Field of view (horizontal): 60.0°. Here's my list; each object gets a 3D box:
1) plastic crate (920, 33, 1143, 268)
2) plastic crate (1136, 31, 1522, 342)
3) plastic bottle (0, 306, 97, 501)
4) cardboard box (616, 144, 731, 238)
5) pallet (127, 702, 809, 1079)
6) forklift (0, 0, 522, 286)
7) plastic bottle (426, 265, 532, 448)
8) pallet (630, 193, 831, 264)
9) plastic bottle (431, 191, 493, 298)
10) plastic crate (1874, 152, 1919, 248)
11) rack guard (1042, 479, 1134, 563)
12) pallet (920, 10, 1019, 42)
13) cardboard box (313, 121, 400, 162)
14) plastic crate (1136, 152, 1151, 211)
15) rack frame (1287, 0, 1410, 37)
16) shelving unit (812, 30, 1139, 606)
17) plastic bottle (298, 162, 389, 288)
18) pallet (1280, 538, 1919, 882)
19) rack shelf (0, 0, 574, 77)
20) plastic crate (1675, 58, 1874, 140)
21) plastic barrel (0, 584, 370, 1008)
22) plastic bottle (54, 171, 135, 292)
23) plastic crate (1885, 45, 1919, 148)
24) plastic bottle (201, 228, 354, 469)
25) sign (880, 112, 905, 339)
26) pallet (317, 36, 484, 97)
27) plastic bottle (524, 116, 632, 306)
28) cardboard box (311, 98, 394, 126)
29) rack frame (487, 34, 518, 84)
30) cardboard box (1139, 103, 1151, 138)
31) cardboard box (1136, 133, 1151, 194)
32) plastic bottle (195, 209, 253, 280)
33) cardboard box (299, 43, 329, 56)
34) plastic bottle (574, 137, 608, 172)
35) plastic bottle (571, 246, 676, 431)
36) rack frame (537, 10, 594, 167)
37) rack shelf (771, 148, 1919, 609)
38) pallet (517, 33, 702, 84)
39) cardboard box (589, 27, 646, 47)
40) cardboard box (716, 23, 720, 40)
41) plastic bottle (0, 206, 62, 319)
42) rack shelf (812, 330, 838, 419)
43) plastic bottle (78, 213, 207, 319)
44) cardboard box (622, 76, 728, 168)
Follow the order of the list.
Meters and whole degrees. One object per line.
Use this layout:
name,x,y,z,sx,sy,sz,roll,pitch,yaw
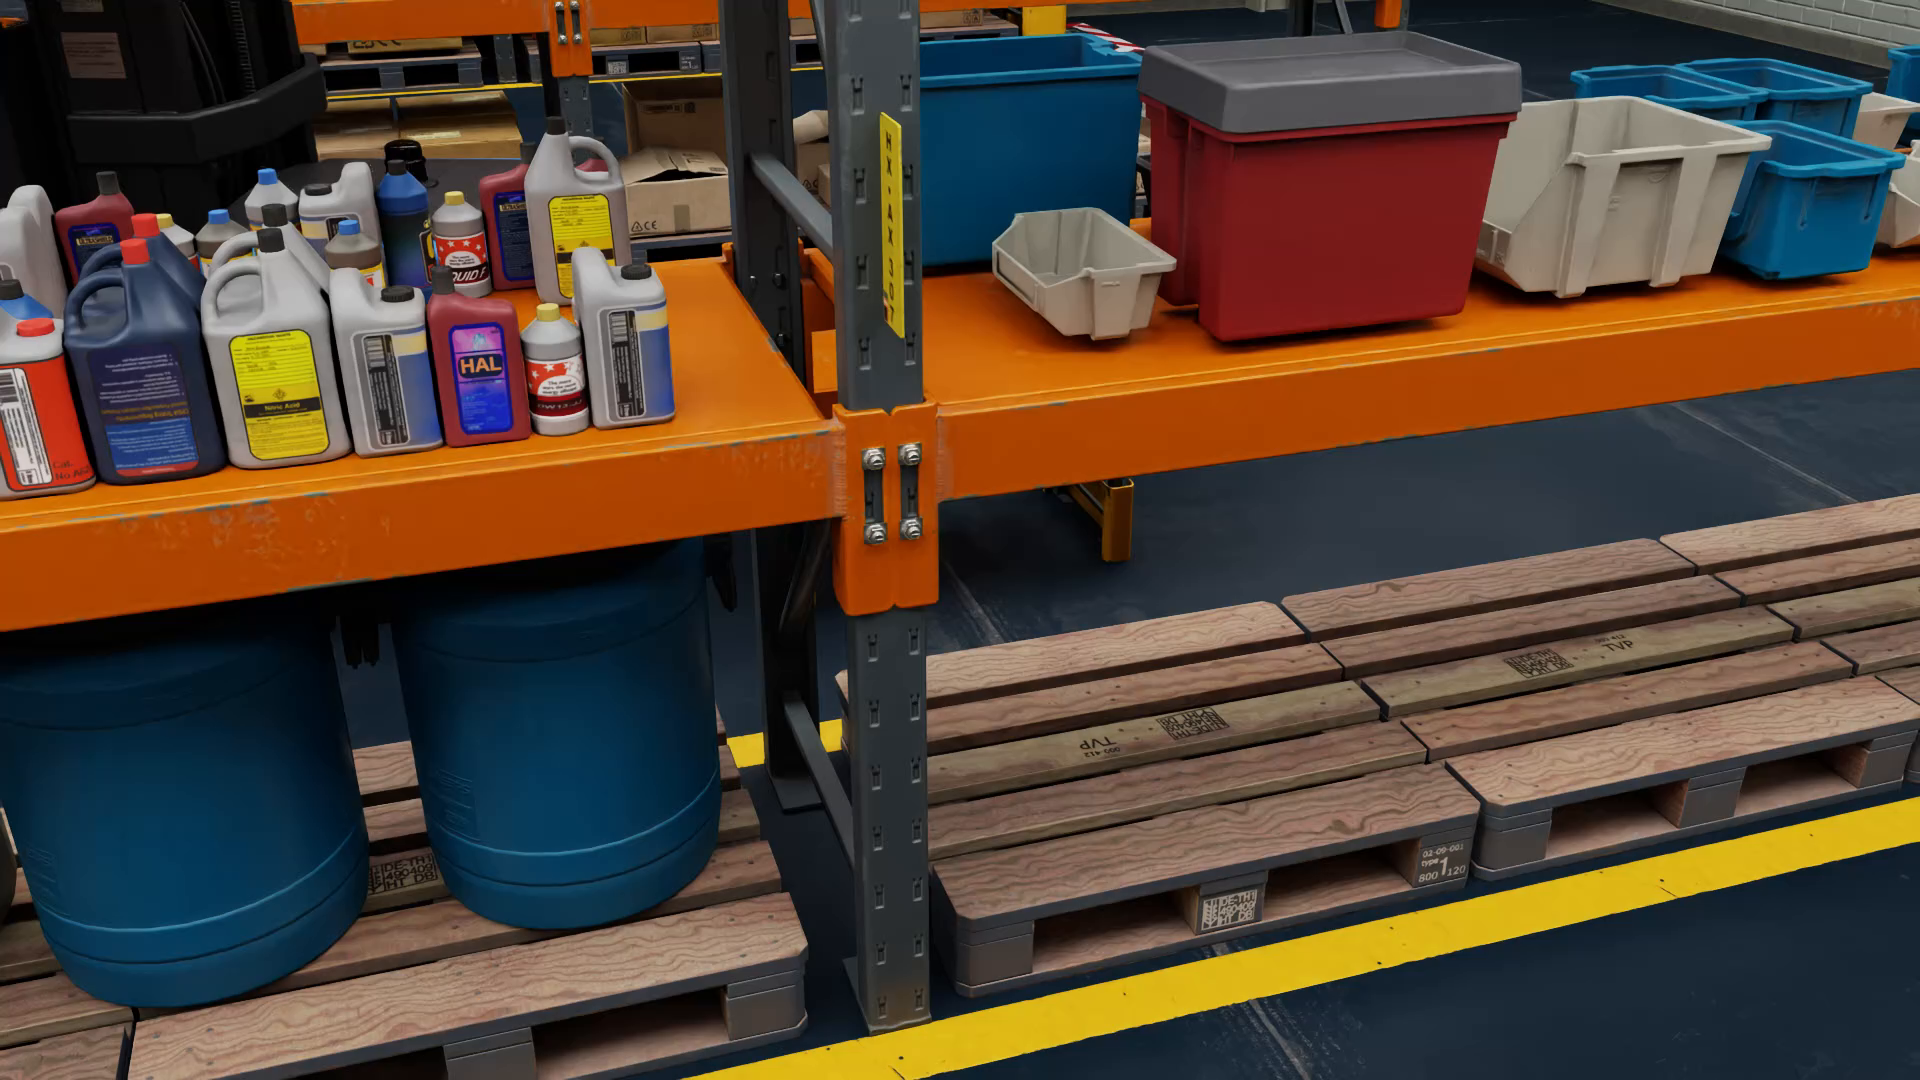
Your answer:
plastic crate,0.067,-0.812,3.463,0.575,0.384,0.392,-8,28,-16
plastic crate,0.655,-0.656,3.059,0.583,0.464,0.402,-8,28,-16
plastic bottle,-1.373,-0.218,2.455,0.135,0.276,0.152,-8,28,-16
cardboard box,-1.336,-1.638,7.705,0.500,0.311,0.500,-8,28,-16
pallet,-1.018,0.754,3.494,1.213,0.211,1.003,-8,28,-16
forklift,-2.722,-1.359,4.691,3.031,2.935,1.130,0,26,0
plastic bottle,-0.752,-0.290,2.591,0.133,0.283,0.061,-8,28,-16
pallet,-1.148,-1.524,8.082,1.213,0.211,1.003,-8,28,-16
plastic bottle,-0.983,-0.583,3.274,0.097,0.201,0.097,0,26,0
plastic crate,2.000,-0.724,3.563,0.250,0.136,0.298,-8,28,-16
rack guard,0.401,-0.170,5.311,0.087,0.250,0.587,-8,28,-16
pallet,-0.272,-3.931,12.932,1.213,0.211,1.003,-8,28,-16
cardboard box,-2.655,-1.503,7.220,0.500,0.500,0.500,-8,28,-16
plastic crate,0.710,-0.755,3.640,0.590,0.125,0.437,-8,28,-16
rack frame,2.002,-3.230,8.382,0.127,3.000,1.000,-8,28,-16
shelving unit,-0.073,-0.661,4.895,1.083,1.500,0.587,-8,28,-16
plastic bottle,-1.177,-0.575,3.175,0.135,0.276,0.152,-8,28,-16
pallet,1.578,0.378,4.252,1.213,0.211,1.003,-8,28,-16
rack shelf,-3.703,-2.081,6.878,4.000,0.370,1.077,-8,28,-16
plastic crate,1.943,-1.011,4.033,0.300,0.233,0.416,-8,28,-16
plastic barrel,-1.467,0.333,3.093,0.708,0.901,0.600,-8,28,-16
plastic bottle,-1.597,-0.539,3.094,0.133,0.283,0.061,-8,28,-16
plastic crate,2.569,-1.101,4.216,0.300,0.233,0.416,-8,28,-16
plastic bottle,-1.044,-0.297,2.530,0.185,0.351,0.144,-8,28,-16
sign,-0.103,-0.475,2.522,0.005,0.325,0.100,-8,28,-16
pallet,-4.050,-3.386,11.832,1.213,0.211,1.003,-8,28,-16
plastic bottle,-0.745,-0.645,3.231,0.185,0.351,0.144,-8,28,-16
cardboard box,-2.841,-1.714,7.646,0.500,0.500,0.500,-8,27,-15
rack frame,-3.339,-4.773,11.490,0.127,3.000,1.000,-8,28,-16
cardboard box,0.921,-2.171,8.848,0.500,0.250,0.500,-8,28,-16
cardboard box,0.648,-1.898,8.297,0.500,0.250,0.500,-8,28,-16
plastic bottle,-1.389,-0.524,3.156,0.097,0.201,0.097,0,26,0
cardboard box,-4.761,-3.730,11.335,0.750,0.750,0.750,-7,27,-15
plastic bottle,-0.752,-0.662,3.340,0.133,0.283,0.061,-8,28,-16
plastic bottle,-0.546,-0.337,2.696,0.135,0.276,0.152,-8,28,-16
rack frame,-1.802,-2.679,7.273,0.127,3.000,1.000,-8,28,-16
rack shelf,1.630,-0.537,3.768,4.000,0.370,1.077,-8,28,-16
pallet,-2.592,-3.595,12.255,1.213,0.211,1.003,-8,28,-16
cardboard box,-2.597,-3.901,12.073,0.500,0.500,0.700,-8,27,-15
cardboard box,-1.629,-4.038,12.350,0.500,0.500,0.700,-8,27,-15
plastic bottle,-1.663,-0.434,2.890,0.135,0.276,0.152,-8,28,-16
rack shelf,-0.081,-0.499,4.973,1.000,0.185,0.538,-8,28,-16
plastic bottle,-1.264,-0.332,2.602,0.185,0.351,0.144,-8,28,-16
cardboard box,-1.348,-1.955,8.130,0.500,0.500,0.500,-8,28,-16
